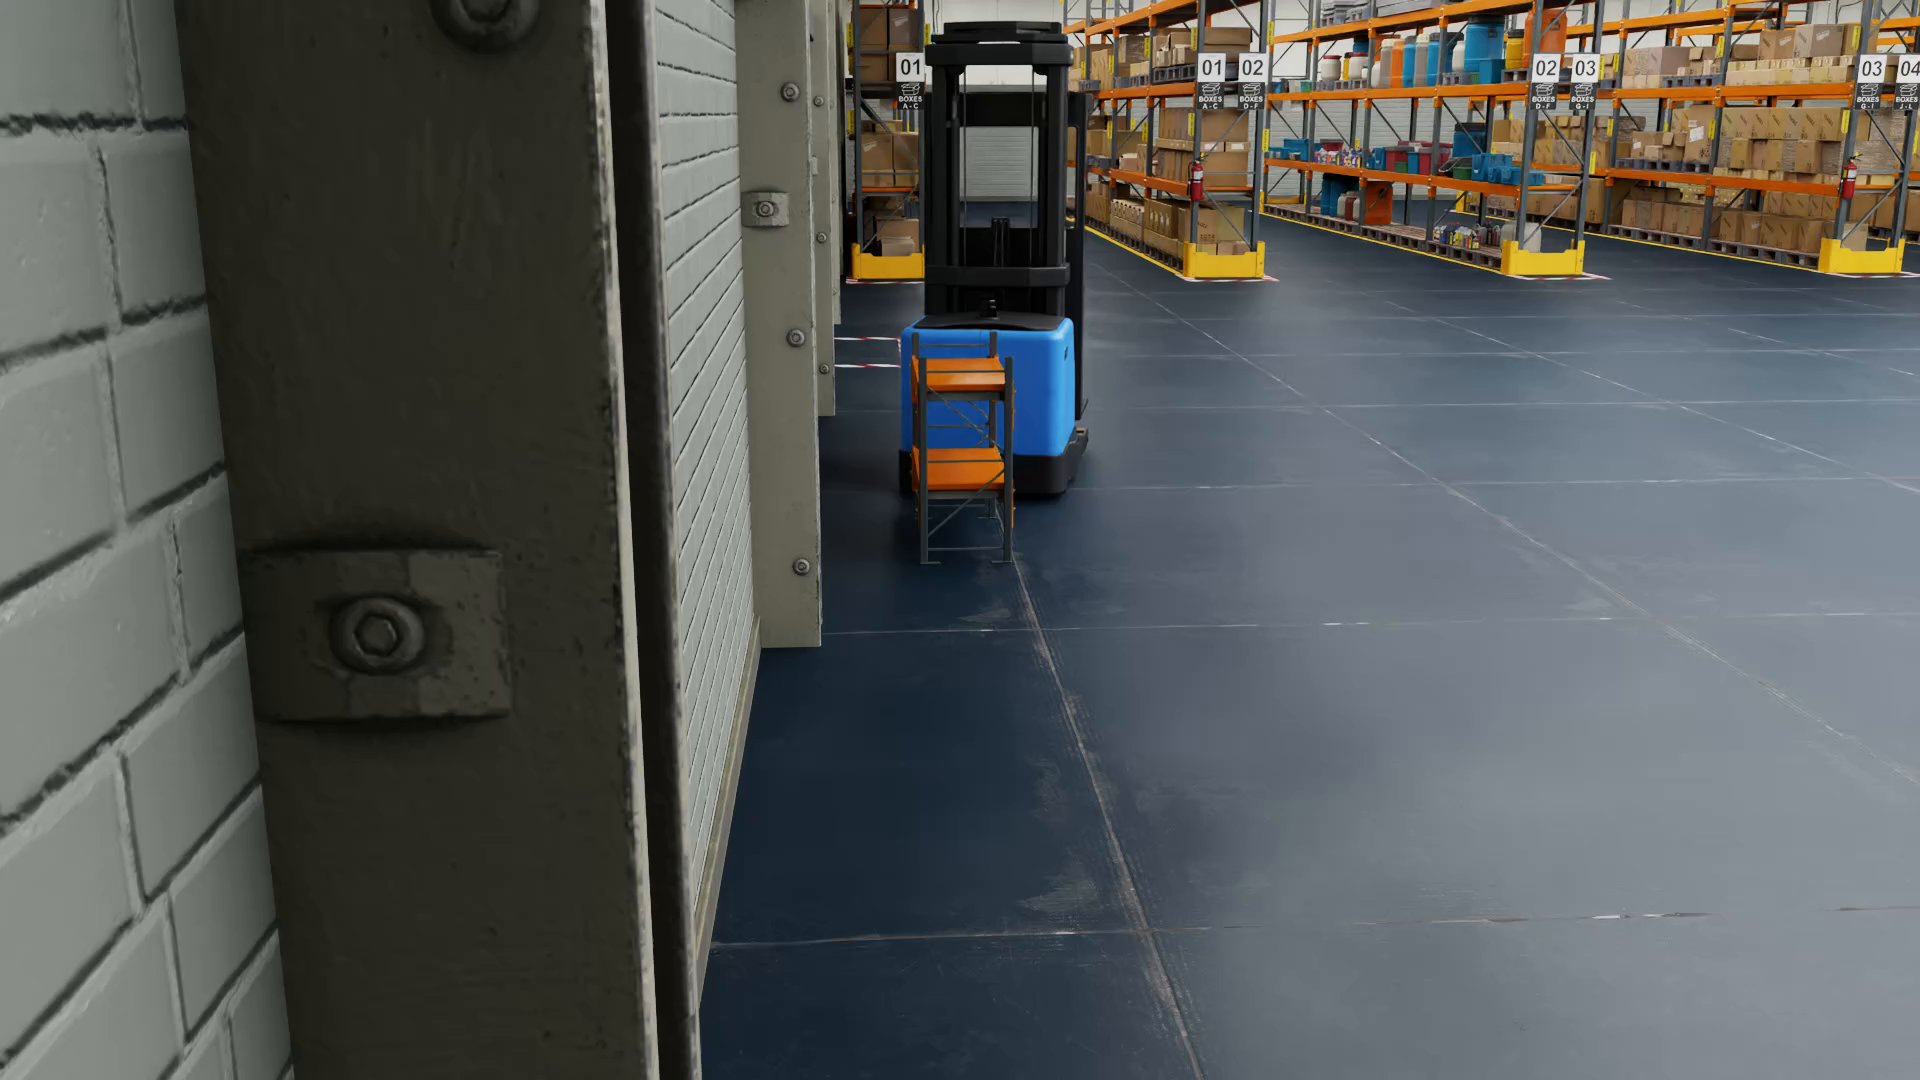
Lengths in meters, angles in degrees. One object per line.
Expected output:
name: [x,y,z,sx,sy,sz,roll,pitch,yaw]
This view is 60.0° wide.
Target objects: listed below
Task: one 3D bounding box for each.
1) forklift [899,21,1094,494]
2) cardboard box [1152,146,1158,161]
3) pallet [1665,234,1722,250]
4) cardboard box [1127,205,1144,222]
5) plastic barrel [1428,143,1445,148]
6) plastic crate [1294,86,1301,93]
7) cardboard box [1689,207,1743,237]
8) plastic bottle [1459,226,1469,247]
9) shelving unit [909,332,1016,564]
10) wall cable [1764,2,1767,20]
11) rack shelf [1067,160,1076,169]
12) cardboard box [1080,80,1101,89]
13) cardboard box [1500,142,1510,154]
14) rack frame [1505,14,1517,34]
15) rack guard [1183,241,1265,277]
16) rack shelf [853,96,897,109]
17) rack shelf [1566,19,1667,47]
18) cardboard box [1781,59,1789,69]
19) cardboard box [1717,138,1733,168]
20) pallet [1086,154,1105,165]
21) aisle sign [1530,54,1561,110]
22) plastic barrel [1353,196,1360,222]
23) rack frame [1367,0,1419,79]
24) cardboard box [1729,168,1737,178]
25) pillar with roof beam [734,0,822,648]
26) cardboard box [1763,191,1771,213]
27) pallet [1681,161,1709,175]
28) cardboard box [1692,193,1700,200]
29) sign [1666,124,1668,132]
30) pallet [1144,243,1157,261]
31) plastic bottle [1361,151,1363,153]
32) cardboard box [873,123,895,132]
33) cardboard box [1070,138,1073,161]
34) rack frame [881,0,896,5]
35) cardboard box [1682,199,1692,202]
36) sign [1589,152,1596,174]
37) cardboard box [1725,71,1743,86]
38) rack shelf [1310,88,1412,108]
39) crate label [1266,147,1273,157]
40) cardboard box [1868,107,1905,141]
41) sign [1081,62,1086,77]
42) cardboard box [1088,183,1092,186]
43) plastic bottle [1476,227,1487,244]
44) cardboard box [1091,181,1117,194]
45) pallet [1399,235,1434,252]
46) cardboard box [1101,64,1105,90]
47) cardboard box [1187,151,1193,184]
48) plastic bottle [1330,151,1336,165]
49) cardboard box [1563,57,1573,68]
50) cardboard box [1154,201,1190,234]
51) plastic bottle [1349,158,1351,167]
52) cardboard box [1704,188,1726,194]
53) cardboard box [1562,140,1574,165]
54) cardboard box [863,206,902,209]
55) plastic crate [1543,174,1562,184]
forklift: [0.335,-2.025,11.515,1.130,2.935,3.031,2,15,8]
cardboard box: [3.618,-6.770,29.617,0.500,0.500,0.500,0,14,1]
pallet: [13.520,-5.394,30.068,1.003,0.211,1.213,-1,14,-3]
cardboard box: [3.304,-5.892,29.957,0.500,0.311,0.500,-1,14,-4]
plastic barrel: [8.740,-6.964,30.301,0.433,0.535,0.433,0,14,0]
plastic crate: [7.672,-10.100,37.269,0.293,0.136,0.466,-1,14,-3]
cardboard box: [13.553,-5.707,29.819,0.700,0.500,0.500,-2,15,-8]
plastic bottle: [8.311,-4.999,27.368,0.144,0.351,0.185,0,14,-1]
shelving unit: [0.000,-0.546,9.393,0.538,1.125,1.048,-1,14,-3]
wall cable: [22.083,-14.004,45.895,0.463,3.000,0.029,-1,14,-3]
rack shelf: [3.062,-8.538,38.133,1.077,0.370,4.000,-1,14,-3]
cardboard box: [2.891,-9.886,36.209,0.500,0.250,0.500,-1,14,-3]
cardboard box: [12.718,-8.973,38.087,0.500,0.250,0.500,-1,14,-2]
rack frame: [12.826,-12.441,39.820,1.000,3.000,0.127,-1,14,-3]
rack guard: [3.931,-4.188,24.799,1.175,0.500,0.348,-1,14,-3]
rack shelf: [-1.882,-9.913,37.458,1.077,0.370,4.000,-1,14,-3]
rack shelf: [13.198,-10.407,34.159,1.077,0.370,4.000,-1,14,-3]
cardboard box: [13.450,-7.651,26.725,0.380,0.149,0.250,-1,14,-2]
cardboard box: [13.536,-6.631,28.480,0.875,0.500,0.500,-1,14,-3]
pallet: [3.127,-8.095,35.355,1.003,0.211,1.213,-1,14,-3]
aisle sign: [8.582,-6.716,24.393,0.394,0.787,0.004,-1,14,-3]
plastic barrel: [8.207,-6.728,33.807,0.421,0.512,0.421,0,14,0]
rack frame: [8.378,-10.375,31.790,1.000,3.000,0.127,-1,14,-3]
cardboard box: [13.328,-6.247,28.291,0.380,0.149,0.250,-1,14,-3]
pillar with roof beam: [3.491,-3.983,6.947,9.100,9.000,0.400,-1,14,-3]
cardboard box: [17.812,-7.397,36.430,0.500,0.500,0.500,0,14,-1]
pallet: [13.667,-6.650,29.739,1.003,0.211,1.213,-1,14,-3]
cardboard box: [17.642,-8.161,39.506,0.380,0.149,0.250,-2,15,-6]
sign: [17.241,-9.998,40.626,0.100,0.325,0.005,-1,14,-3]
pallet: [3.689,-4.850,27.953,1.003,0.211,1.213,-1,14,-3]
plastic bottle: [8.531,-8.095,35.217,0.152,0.276,0.135,-1,14,-3]
cardboard box: [-1.424,-7.727,31.153,0.380,0.149,0.250,-3,15,-13]
cardboard box: [2.798,-8.940,38.052,0.500,0.500,0.500,-1,14,-3]
rack frame: [-2.005,-12.211,38.928,1.000,3.000,0.127,-1,14,-3]
cardboard box: [17.522,-8.084,39.803,0.380,0.149,0.250,-1,14,-3]
sign: [9.423,-5.621,24.799,0.100,0.325,0.005,-1,14,-3]
cardboard box: [13.342,-7.815,28.162,0.500,0.250,0.500,-1,15,-6]
rack shelf: [8.254,-9.071,34.186,1.077,0.370,4.000,-1,14,-3]
crate label: [7.569,-9.340,40.025,0.416,0.233,0.303,-1,14,-3]
cardboard box: [14.055,-6.374,25.475,0.500,0.500,0.500,-1,14,-3]
sign: [2.645,-10.081,35.632,0.100,0.325,0.005,-1,14,-3]
cardboard box: [3.218,-8.255,39.722,0.500,0.500,0.500,-1,14,-3]
plastic bottle: [8.819,-5.157,28.131,0.152,0.276,0.135,-1,14,-3]
cardboard box: [3.035,-7.382,34.824,0.500,0.250,0.500,-1,14,-3]
pallet: [8.539,-5.319,29.775,1.003,0.211,1.213,-1,14,-3]
cardboard box: [3.310,-9.259,33.273,0.910,0.500,0.500,-1,14,-3]
cardboard box: [3.876,-5.699,25.458,0.700,0.500,0.500,-1,14,-2]
plastic bottle: [7.851,-7.995,34.829,0.152,0.276,0.135,-1,14,-3]
cardboard box: [13.120,-10.101,35.702,0.700,0.500,0.500,-1,14,-2]
cardboard box: [3.460,-5.265,27.140,0.500,0.500,0.500,-1,14,-3]
plastic bottle: [7.906,-7.626,33.545,0.097,0.201,0.097,0,14,0]
cardboard box: [17.688,-8.174,38.961,0.380,0.149,0.250,-1,14,-3]
cardboard box: [12.953,-8.093,34.760,0.500,0.500,0.500,-1,14,-2]
cardboard box: [-1.398,-5.762,30.035,0.700,0.500,0.500,-1,14,-3]
plastic crate: [9.140,-5.580,25.721,0.298,0.136,0.250,-1,14,-3]
